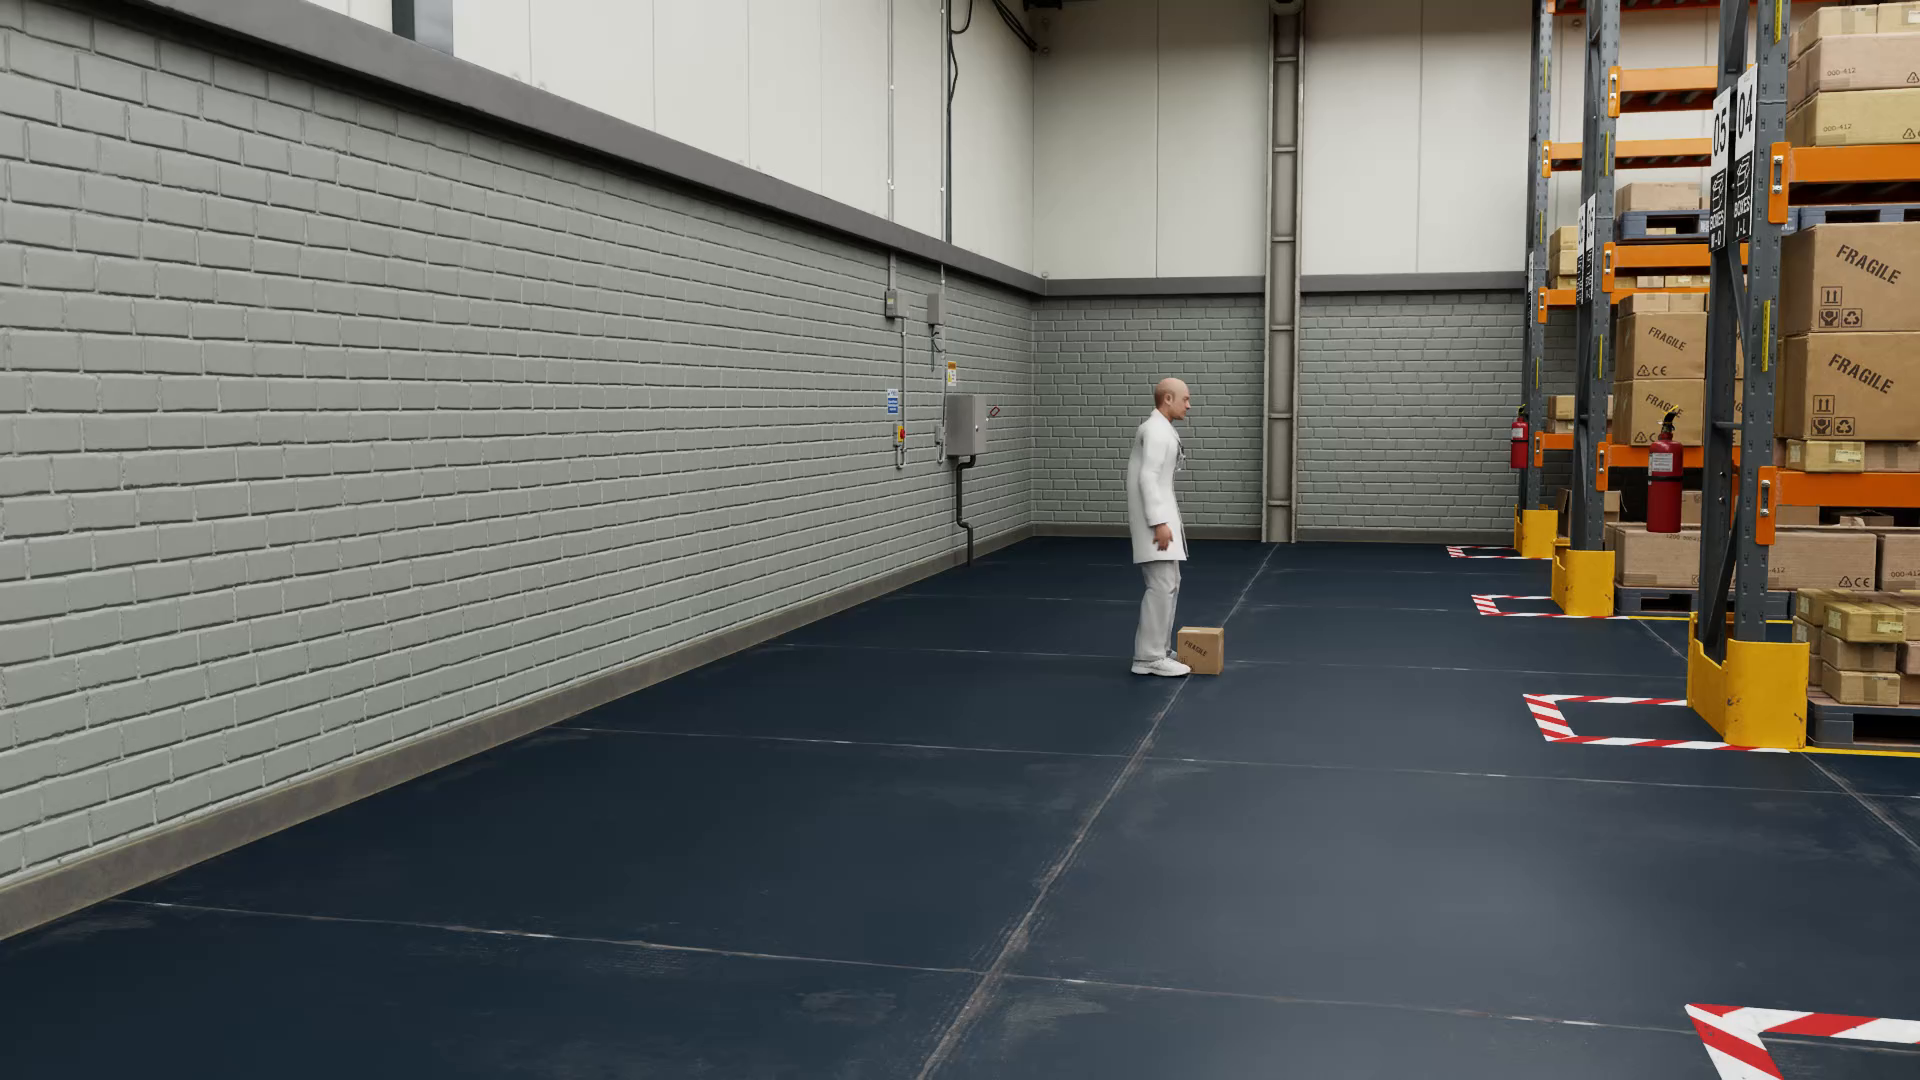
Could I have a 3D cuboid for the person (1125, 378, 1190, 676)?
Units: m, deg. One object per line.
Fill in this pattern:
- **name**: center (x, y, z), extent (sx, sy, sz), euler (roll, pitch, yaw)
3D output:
- **person**: center (1.217, -0.092, 10.078), extent (0.424, 1.773, 0.642), euler (1, 5, 14)
